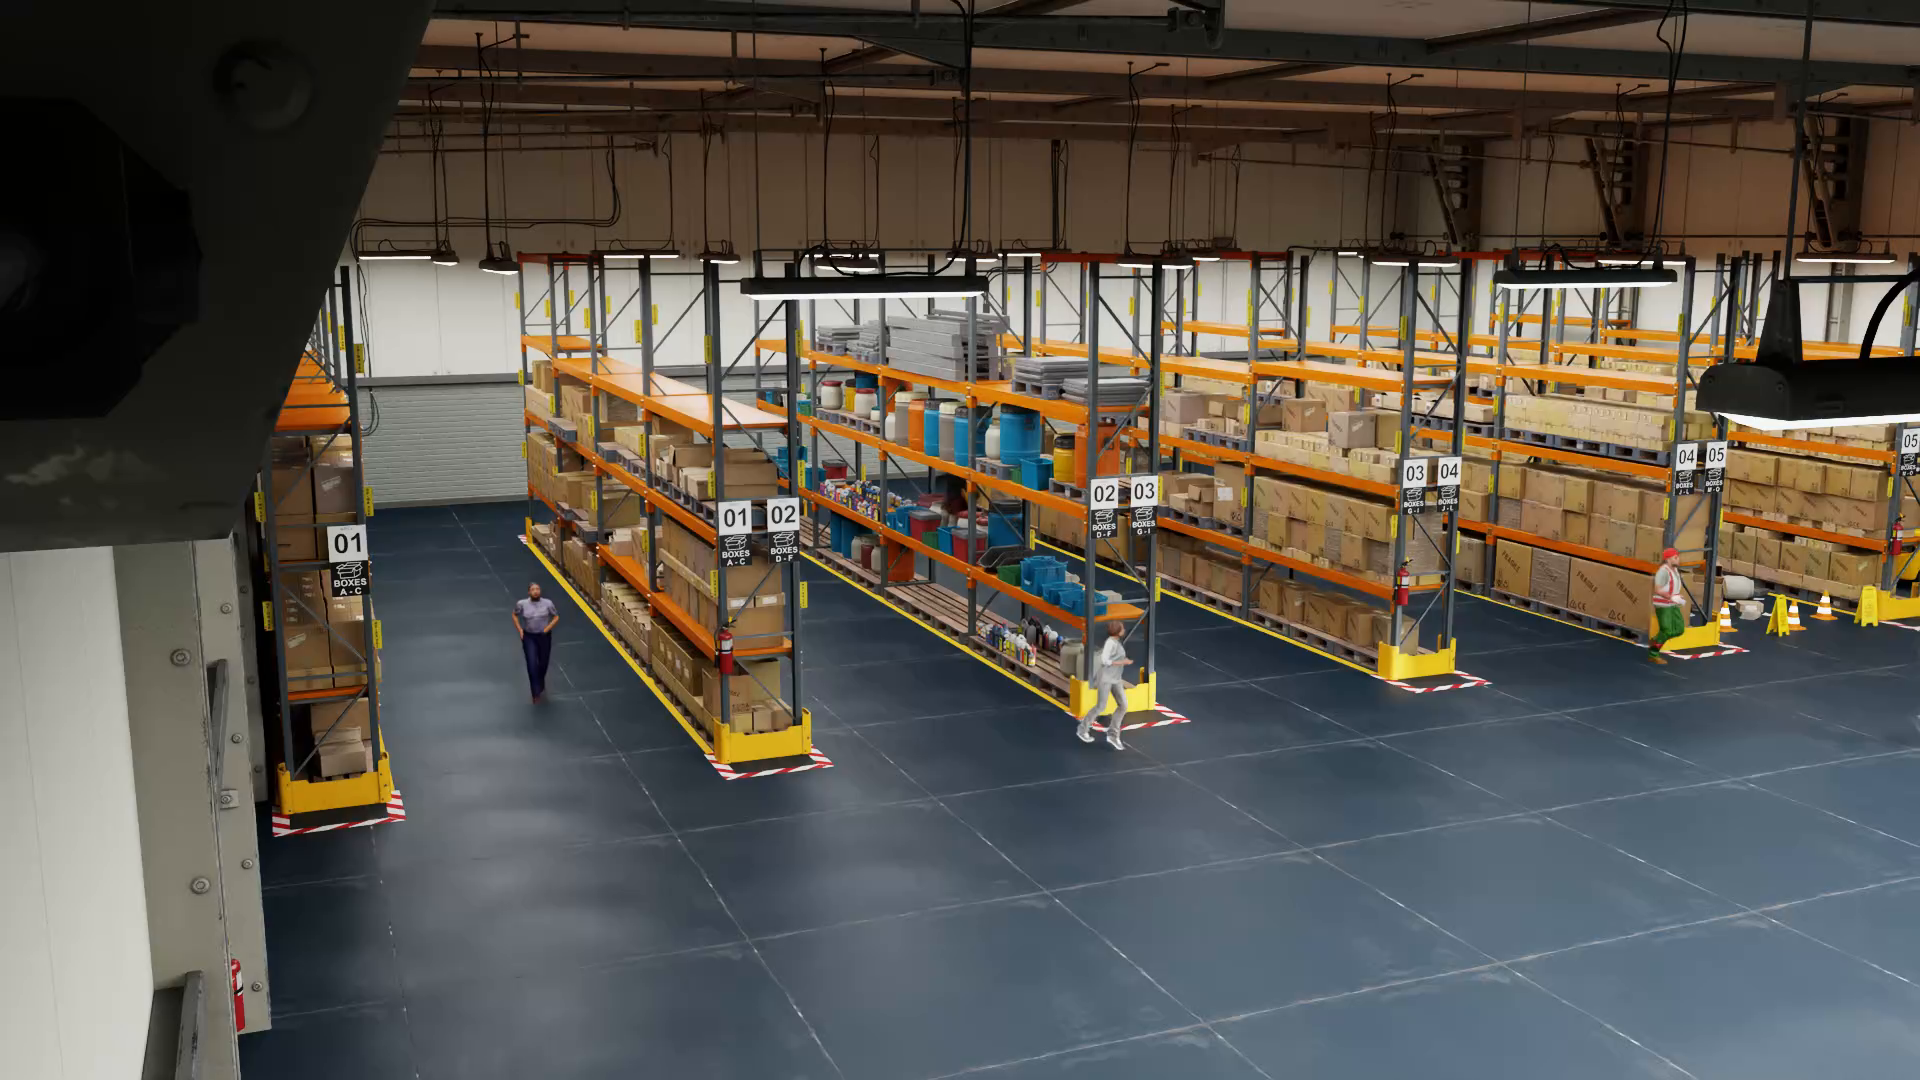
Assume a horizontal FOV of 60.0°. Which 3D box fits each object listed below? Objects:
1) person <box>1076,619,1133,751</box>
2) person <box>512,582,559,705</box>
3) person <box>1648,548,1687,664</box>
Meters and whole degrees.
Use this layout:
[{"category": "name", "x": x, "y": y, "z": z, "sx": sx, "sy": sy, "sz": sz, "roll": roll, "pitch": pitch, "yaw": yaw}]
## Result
[{"category": "person", "x": 1.870, "y": 1.795, "z": 20.904, "sx": 0.676, "sy": 1.593, "sz": 0.561, "roll": 6, "pitch": 12, "yaw": 30}, {"category": "person", "x": -5.842, "y": 1.398, "z": 22.959, "sx": 0.619, "sy": 1.690, "sz": 0.784, "roll": -4, "pitch": 11, "yaw": -21}, {"category": "person", "x": 10.597, "y": 0.985, "z": 24.836, "sx": 0.701, "sy": 1.753, "sz": 0.609, "roll": -10, "pitch": 14, "yaw": -43}]
